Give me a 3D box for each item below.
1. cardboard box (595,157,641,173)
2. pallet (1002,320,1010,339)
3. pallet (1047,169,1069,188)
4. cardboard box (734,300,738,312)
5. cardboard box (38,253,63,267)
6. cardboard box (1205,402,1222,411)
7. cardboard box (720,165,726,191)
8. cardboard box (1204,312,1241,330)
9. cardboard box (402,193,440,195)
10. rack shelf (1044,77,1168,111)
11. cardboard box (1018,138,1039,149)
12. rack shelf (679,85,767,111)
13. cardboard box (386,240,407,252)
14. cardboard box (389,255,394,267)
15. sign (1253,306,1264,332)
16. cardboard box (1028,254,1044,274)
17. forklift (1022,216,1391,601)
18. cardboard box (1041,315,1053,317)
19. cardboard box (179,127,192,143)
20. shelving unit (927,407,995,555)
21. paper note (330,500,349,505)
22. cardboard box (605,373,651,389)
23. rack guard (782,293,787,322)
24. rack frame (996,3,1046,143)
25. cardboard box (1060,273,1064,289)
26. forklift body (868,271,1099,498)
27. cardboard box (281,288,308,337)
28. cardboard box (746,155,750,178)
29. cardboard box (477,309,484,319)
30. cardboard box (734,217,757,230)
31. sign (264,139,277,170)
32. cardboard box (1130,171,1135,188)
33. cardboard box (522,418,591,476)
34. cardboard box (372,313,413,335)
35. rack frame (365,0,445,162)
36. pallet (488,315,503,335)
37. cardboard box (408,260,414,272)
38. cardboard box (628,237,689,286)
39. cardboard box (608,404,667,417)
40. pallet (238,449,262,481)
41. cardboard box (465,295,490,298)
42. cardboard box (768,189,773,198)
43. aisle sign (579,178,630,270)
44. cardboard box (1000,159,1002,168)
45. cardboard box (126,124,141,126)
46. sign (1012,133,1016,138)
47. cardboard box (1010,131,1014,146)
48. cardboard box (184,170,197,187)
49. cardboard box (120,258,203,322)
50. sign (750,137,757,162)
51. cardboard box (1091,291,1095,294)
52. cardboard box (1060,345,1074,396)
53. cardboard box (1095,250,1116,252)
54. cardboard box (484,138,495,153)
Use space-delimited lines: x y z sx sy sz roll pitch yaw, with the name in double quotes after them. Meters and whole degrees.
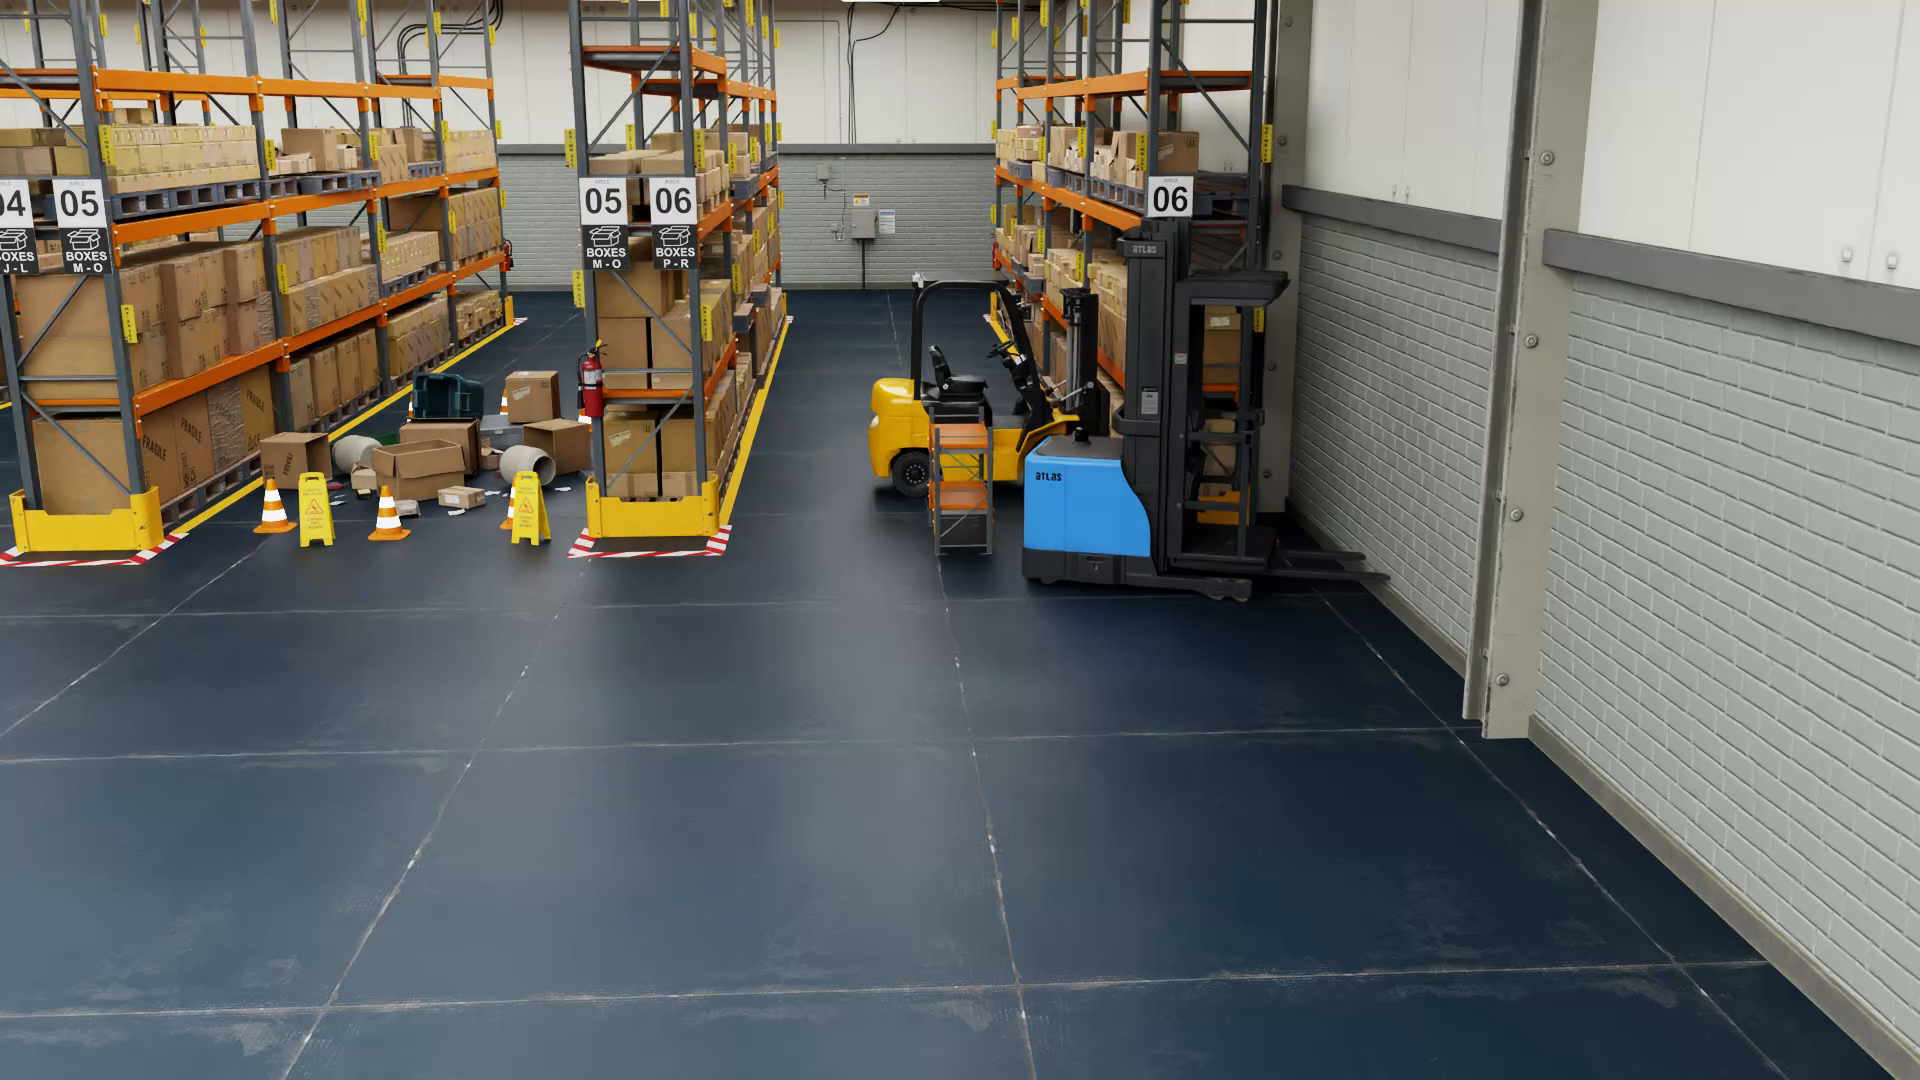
-3.131 -3.431 15.225 0.380 0.149 0.250 -1 14 -4 "cardboard box"
1.286 -3.692 28.955 1.003 0.211 1.213 -1 14 -3 "pallet"
1.786 -4.767 21.894 1.213 0.211 1.003 0 14 -1 "pallet"
-2.771 -2.725 19.259 0.380 0.149 0.250 -1 14 -3 "cardboard box"
-13.018 -3.772 23.466 0.500 0.500 0.500 -1 14 -4 "cardboard box"
2.275 -1.186 16.286 0.500 0.250 0.500 -1 14 -3 "cardboard box"
-2.723 -3.794 17.436 0.500 0.250 0.500 -1 14 -4 "cardboard box"
2.388 -2.035 15.412 0.380 0.149 0.250 -1 14 -5 "cardboard box"
-8.835 -5.434 27.324 0.500 0.500 0.500 -1 14 -2 "cardboard box"
1.778 -5.439 20.353 1.077 0.370 4.000 -1 14 -3 "rack shelf"
1.091 -6.021 25.253 0.380 0.149 0.250 -1 14 -4 "cardboard box"
-3.423 -6.356 23.918 1.077 0.370 4.000 -1 14 -3 "rack shelf"
-8.152 -4.209 23.832 0.380 0.149 0.250 0 14 -2 "cardboard box"
-8.102 -3.877 23.140 0.380 0.149 0.250 -1 14 -5 "cardboard box"
2.704 -2.048 15.072 0.100 0.325 0.005 -1 14 -3 "sign"
1.266 -3.961 23.861 0.500 0.250 0.500 -2 15 -6 "cardboard box"
2.082 -1.080 13.343 3.031 2.935 1.130 4 15 14 "forklift"
1.380 -3.199 24.312 0.380 0.149 0.250 0 14 -2 "cardboard box"
-7.535 -3.841 15.777 0.380 0.149 0.250 -1 14 -3 "cardboard box"
0.000 -0.546 14.893 0.538 1.125 1.048 -1 14 -3 "shelving unit"
-6.138 -0.372 16.413 0.144 0.017 0.142 4 15 16 "paper note"
-3.040 -1.474 15.240 0.380 0.149 0.250 0 14 -2 "cardboard box"
-3.797 -4.281 30.661 1.175 0.500 0.348 -1 14 -3 "rack guard"
1.159 -8.468 29.880 1.000 3.000 0.127 -1 14 -3 "rack frame"
1.539 -3.247 20.924 0.500 0.250 0.500 -1 14 -3 "cardboard box"
0.212 -1.616 16.991 2.313 2.155 1.214 -1 14 -3 "forklift body"
-7.750 -2.583 18.844 0.500 0.500 0.500 -1 14 -3 "cardboard box"
-2.720 -4.362 19.399 0.500 0.250 0.500 -1 14 -4 "cardboard box"
-8.291 -3.834 28.189 0.380 0.149 0.250 -1 14 -3 "cardboard box"
-3.126 -4.278 23.427 0.500 0.500 0.500 -1 14 -3 "cardboard box"
-7.432 -4.150 17.919 0.100 0.325 0.005 -1 14 -3 "sign"
1.796 -3.368 15.537 0.380 0.149 0.250 -1 14 -5 "cardboard box"
-4.343 -1.004 17.921 0.500 0.500 0.500 10 18 35 "cardboard box"
-8.066 -3.052 23.536 0.500 0.250 0.500 -1 14 -4 "cardboard box"
-8.482 -7.294 25.317 1.000 3.000 0.127 -1 14 -3 "rack frame"
-8.710 -3.812 29.418 1.003 0.211 1.213 -1 14 -3 "pallet"
-8.159 -3.985 24.155 0.380 0.149 0.250 -1 14 -5 "cardboard box"
-3.231 -2.938 17.619 0.700 0.500 0.500 -1 14 -3 "cardboard box"
-3.149 -1.066 16.320 0.500 0.500 0.500 0 14 -1 "cardboard box"
-8.017 -0.859 17.940 1.003 0.211 1.213 -1 14 -3 "pallet"
-8.390 -4.176 28.921 0.380 0.149 0.250 -1 15 -6 "cardboard box"
-3.459 -6.057 29.039 0.380 0.149 0.250 -1 14 -2 "cardboard box"
-3.089 -2.745 14.459 0.394 0.787 0.004 -1 14 -3 "aisle sign"
0.901 -6.619 29.215 0.380 0.149 0.250 -1 14 -2 "cardboard box"
-13.576 -6.418 26.687 0.700 0.500 0.500 0 14 -1 "cardboard box"
0.866 -6.261 26.283 0.100 0.325 0.005 -1 14 -3 "sign"
1.095 -6.582 27.270 0.500 0.250 0.500 -1 14 -4 "cardboard box"
-7.534 -3.455 15.875 0.380 0.149 0.250 -1 14 -3 "cardboard box"
-7.748 -2.370 15.749 0.875 0.550 0.550 -1 14 -3 "cardboard box"
-2.758 -5.207 22.186 0.100 0.325 0.005 -1 14 -3 "sign"
1.669 -2.513 18.571 0.500 0.500 0.500 -1 14 -5 "cardboard box"
1.770 -2.142 21.253 0.875 0.625 0.625 -1 15 -6 "cardboard box"
2.004 -3.795 22.253 0.380 0.149 0.250 -1 14 -2 "cardboard box"
-8.447 -6.895 29.084 0.500 0.250 0.500 -1 14 -5 "cardboard box"
